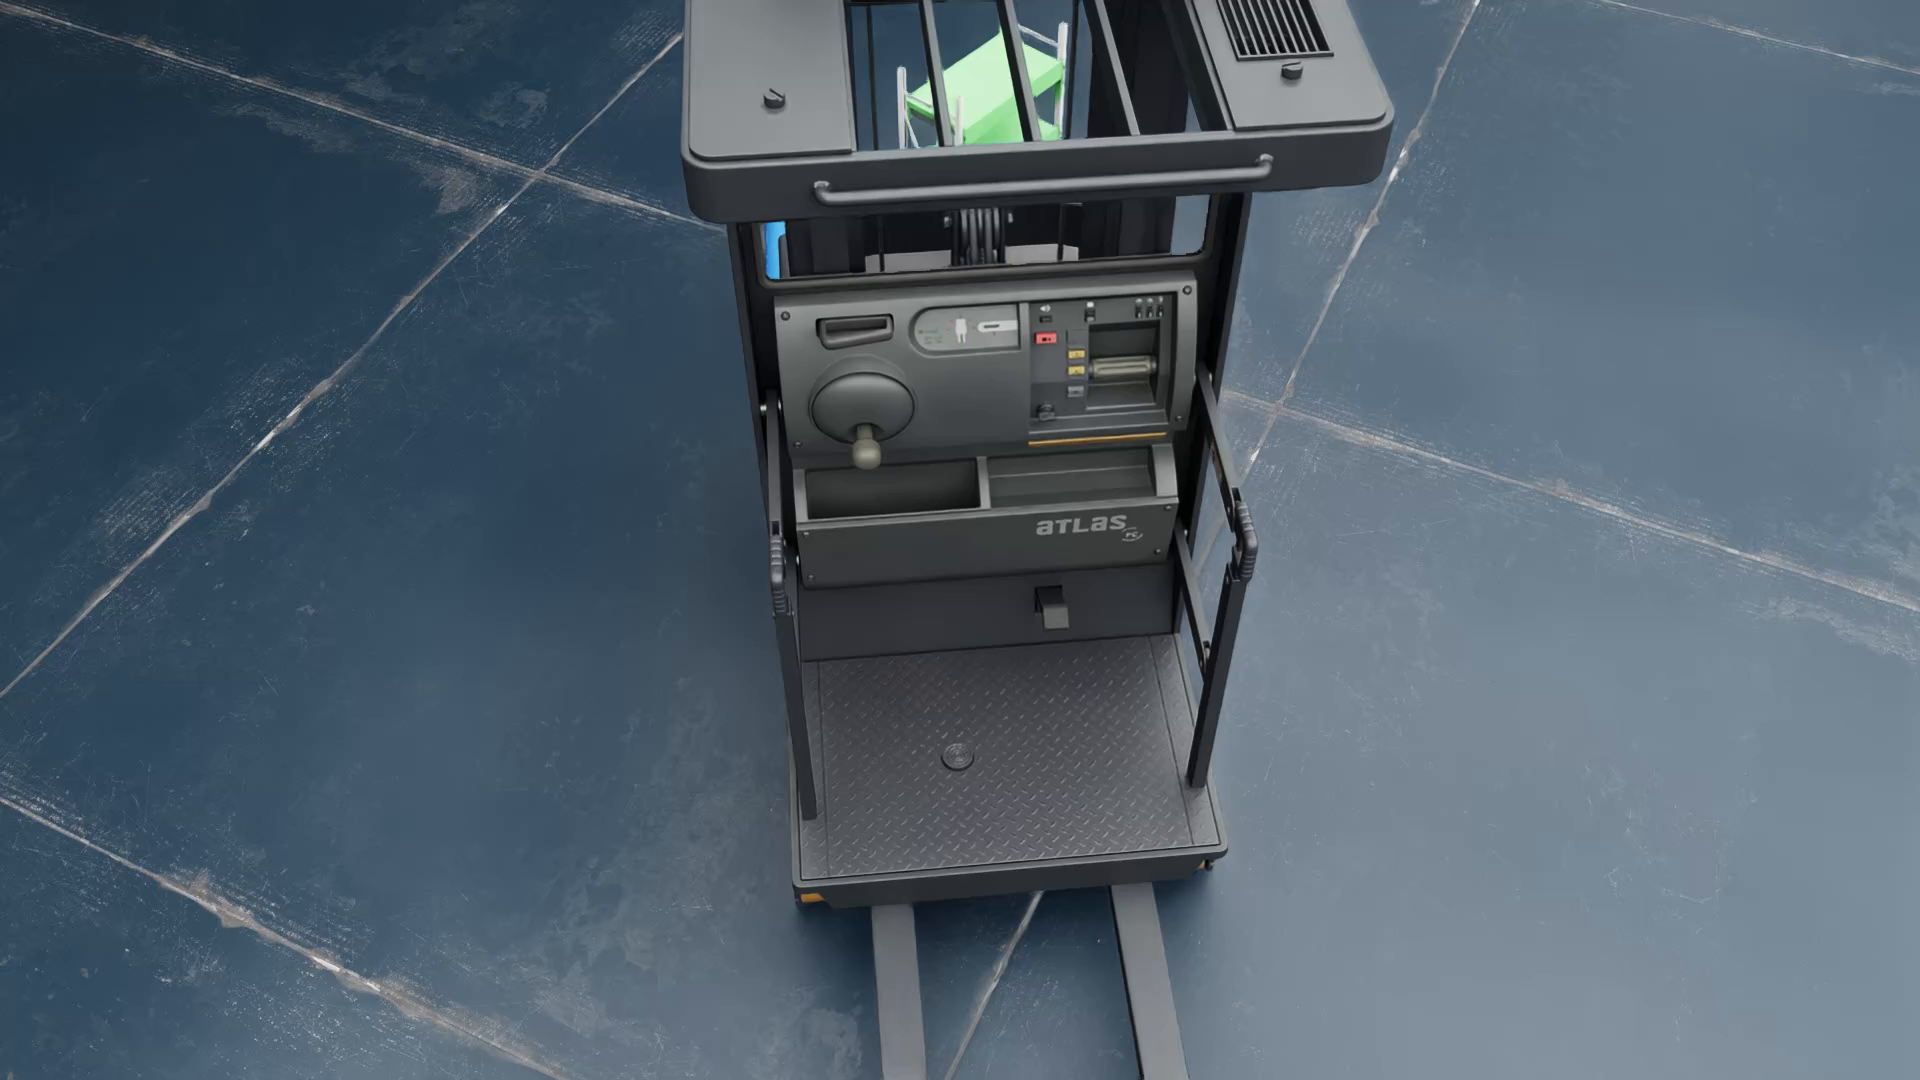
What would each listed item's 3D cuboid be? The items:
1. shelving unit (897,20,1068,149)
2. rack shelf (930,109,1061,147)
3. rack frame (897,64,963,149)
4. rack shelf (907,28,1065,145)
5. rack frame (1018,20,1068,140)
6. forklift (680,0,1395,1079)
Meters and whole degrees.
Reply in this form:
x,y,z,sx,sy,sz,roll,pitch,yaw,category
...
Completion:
x,y,z,sx,sy,sz,roll,pitch,yaw,category
0.070,-1.080,5.381,0.258,1.200,0.503,33,57,25,shelving unit
0.070,-1.194,5.247,0.258,0.148,0.480,33,57,25,rack shelf
-0.087,-0.938,5.260,0.240,1.200,0.015,33,57,25,rack frame
0.070,-1.350,5.064,0.258,0.148,0.480,33,57,25,rack shelf
0.227,-1.222,5.502,0.240,1.200,0.015,33,57,25,rack frame
0.085,-0.270,3.555,1.130,2.935,3.031,-4,50,-4,forklift
